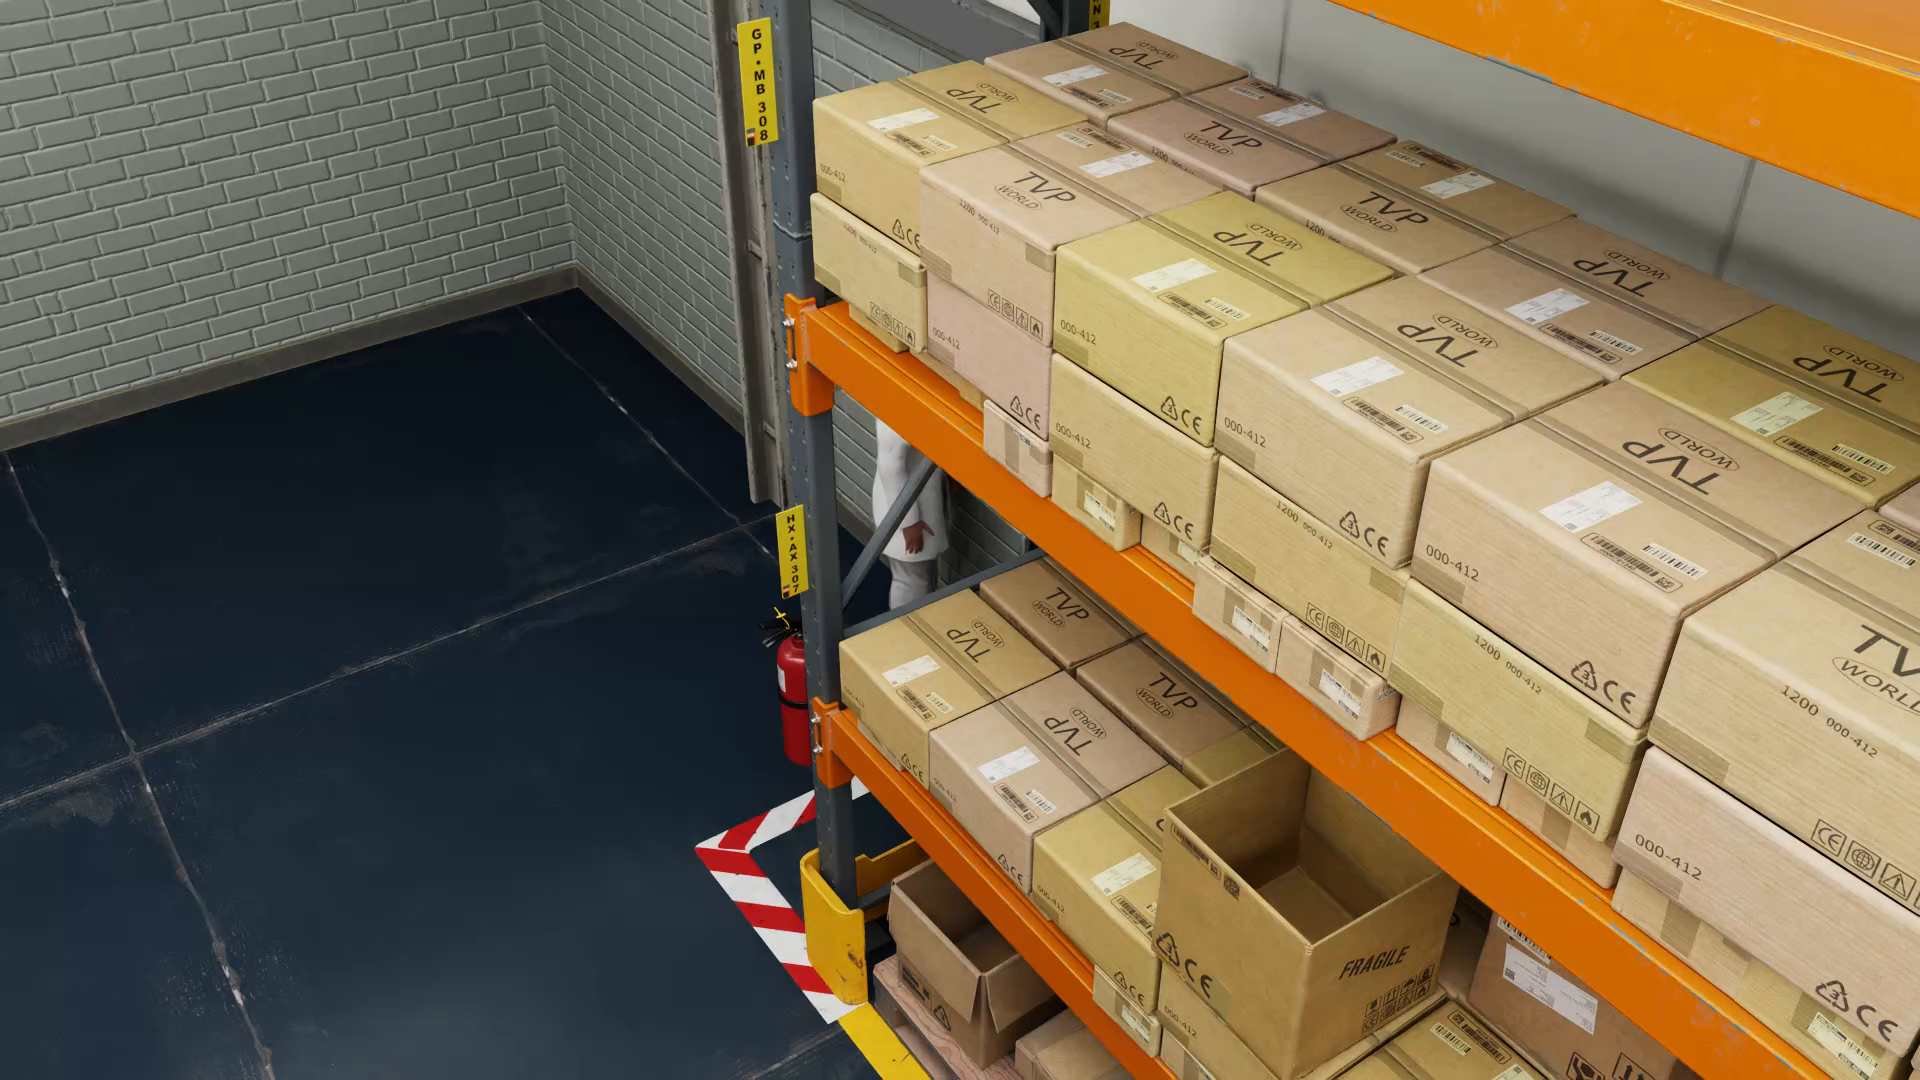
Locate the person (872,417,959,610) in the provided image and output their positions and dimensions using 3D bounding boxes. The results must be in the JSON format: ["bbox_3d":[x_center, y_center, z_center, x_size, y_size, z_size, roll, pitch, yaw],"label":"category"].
[{"bbox_3d":[-0.157,-0.193,7.254,0.427,1.809,0.626,7,36,9],"label":"person"}]
